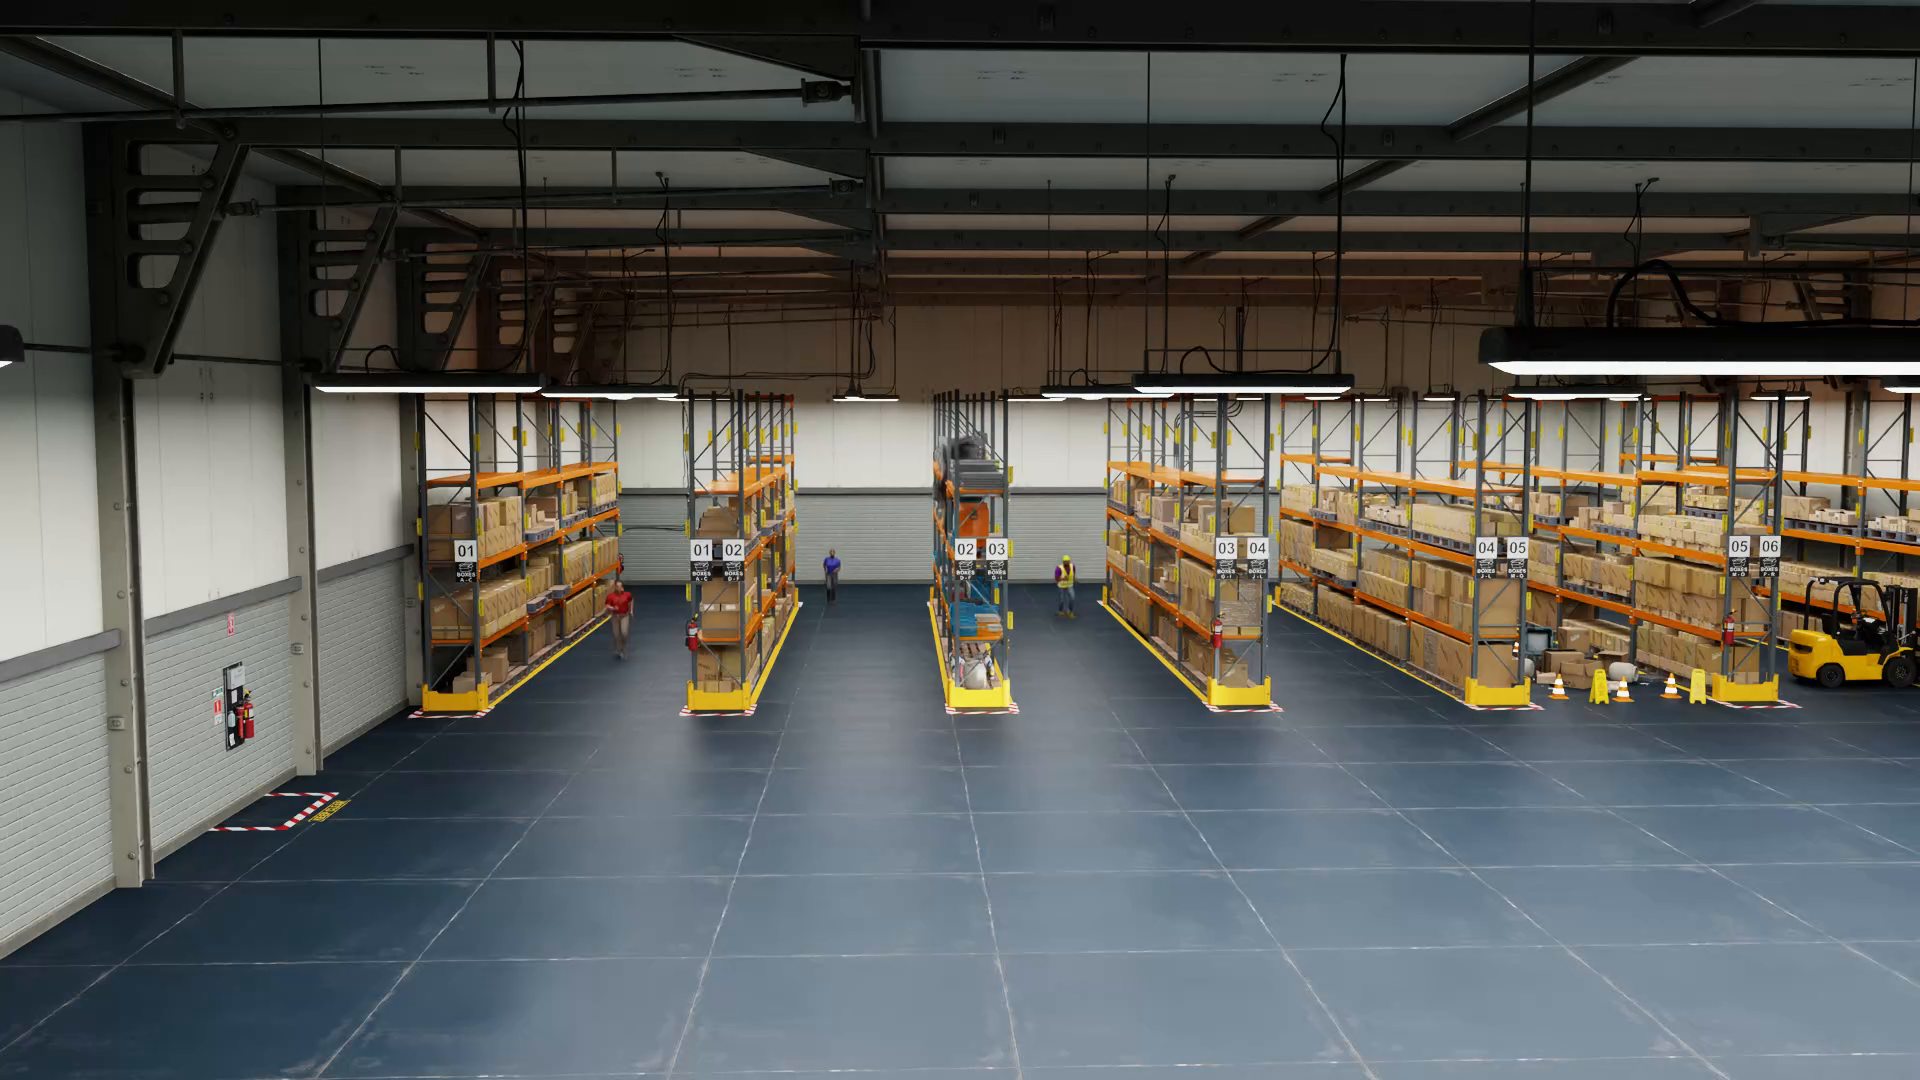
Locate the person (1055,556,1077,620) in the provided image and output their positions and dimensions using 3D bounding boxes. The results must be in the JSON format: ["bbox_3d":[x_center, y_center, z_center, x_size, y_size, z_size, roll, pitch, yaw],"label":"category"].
[{"bbox_3d":[2.811,1.251,44.255,0.653,1.711,0.966,-1,5,-11],"label":"person"}]

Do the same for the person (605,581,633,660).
[{"bbox_3d":[-7.677,1.819,37.488,0.613,1.790,0.855,-1,5,-9],"label":"person"}]

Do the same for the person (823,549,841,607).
[{"bbox_3d":[-3.625,1.076,47.139,0.482,1.670,0.791,-1,5,-7],"label":"person"}]

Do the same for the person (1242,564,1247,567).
[{"bbox_3d":[7.956,0.986,48.104,0.735,1.646,0.705,2,5,27],"label":"person"}]
